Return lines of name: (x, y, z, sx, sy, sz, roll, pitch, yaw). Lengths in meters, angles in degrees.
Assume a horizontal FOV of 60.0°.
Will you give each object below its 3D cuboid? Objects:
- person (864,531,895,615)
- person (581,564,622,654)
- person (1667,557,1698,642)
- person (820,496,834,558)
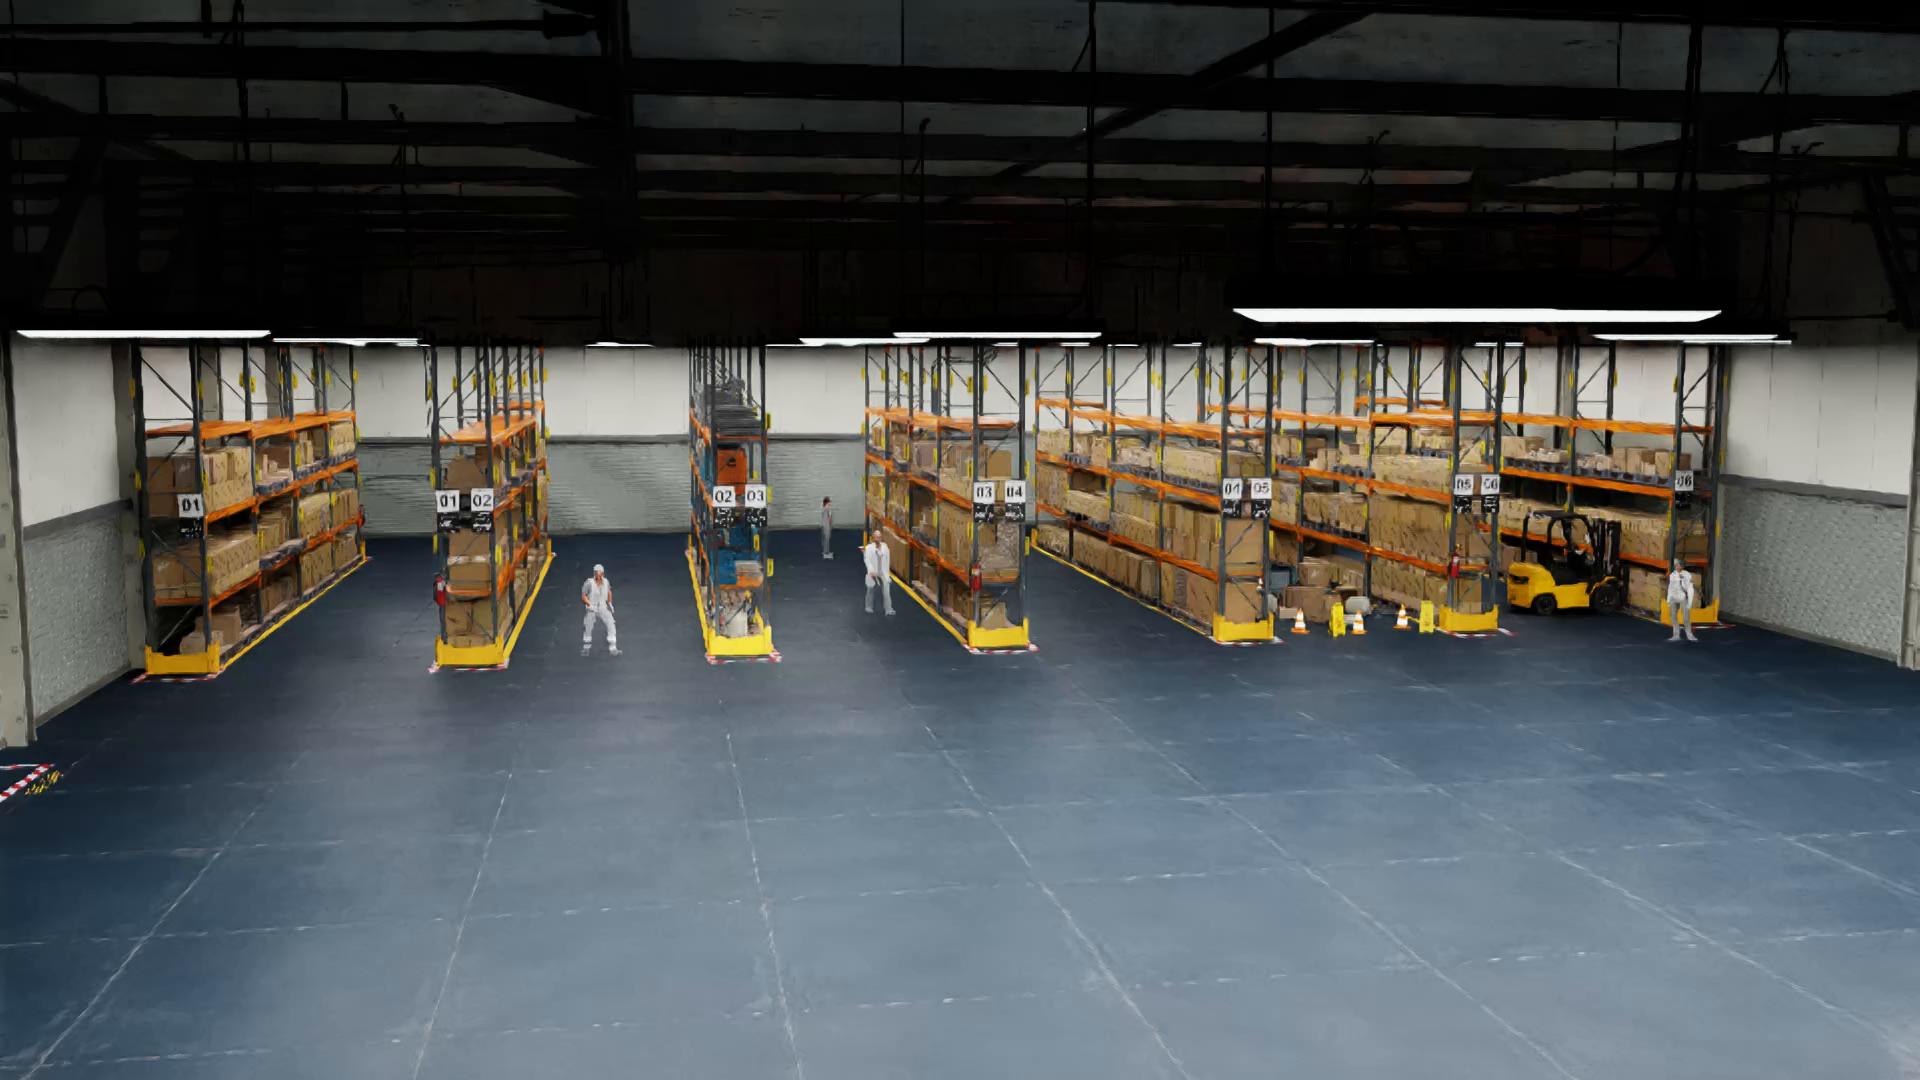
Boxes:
person: (-1.693, 0.669, 34.135, 0.580, 1.714, 1.105, -2, 7, -19)
person: (-6.780, 1.297, 31.141, 0.678, 1.725, 0.789, -4, 8, -30)
person: (14.211, 1.162, 32.721, 0.516, 1.664, 0.568, -5, 8, -37)
person: (-3.624, -0.365, 45.759, 0.454, 1.679, 0.538, -5, 8, -37)
